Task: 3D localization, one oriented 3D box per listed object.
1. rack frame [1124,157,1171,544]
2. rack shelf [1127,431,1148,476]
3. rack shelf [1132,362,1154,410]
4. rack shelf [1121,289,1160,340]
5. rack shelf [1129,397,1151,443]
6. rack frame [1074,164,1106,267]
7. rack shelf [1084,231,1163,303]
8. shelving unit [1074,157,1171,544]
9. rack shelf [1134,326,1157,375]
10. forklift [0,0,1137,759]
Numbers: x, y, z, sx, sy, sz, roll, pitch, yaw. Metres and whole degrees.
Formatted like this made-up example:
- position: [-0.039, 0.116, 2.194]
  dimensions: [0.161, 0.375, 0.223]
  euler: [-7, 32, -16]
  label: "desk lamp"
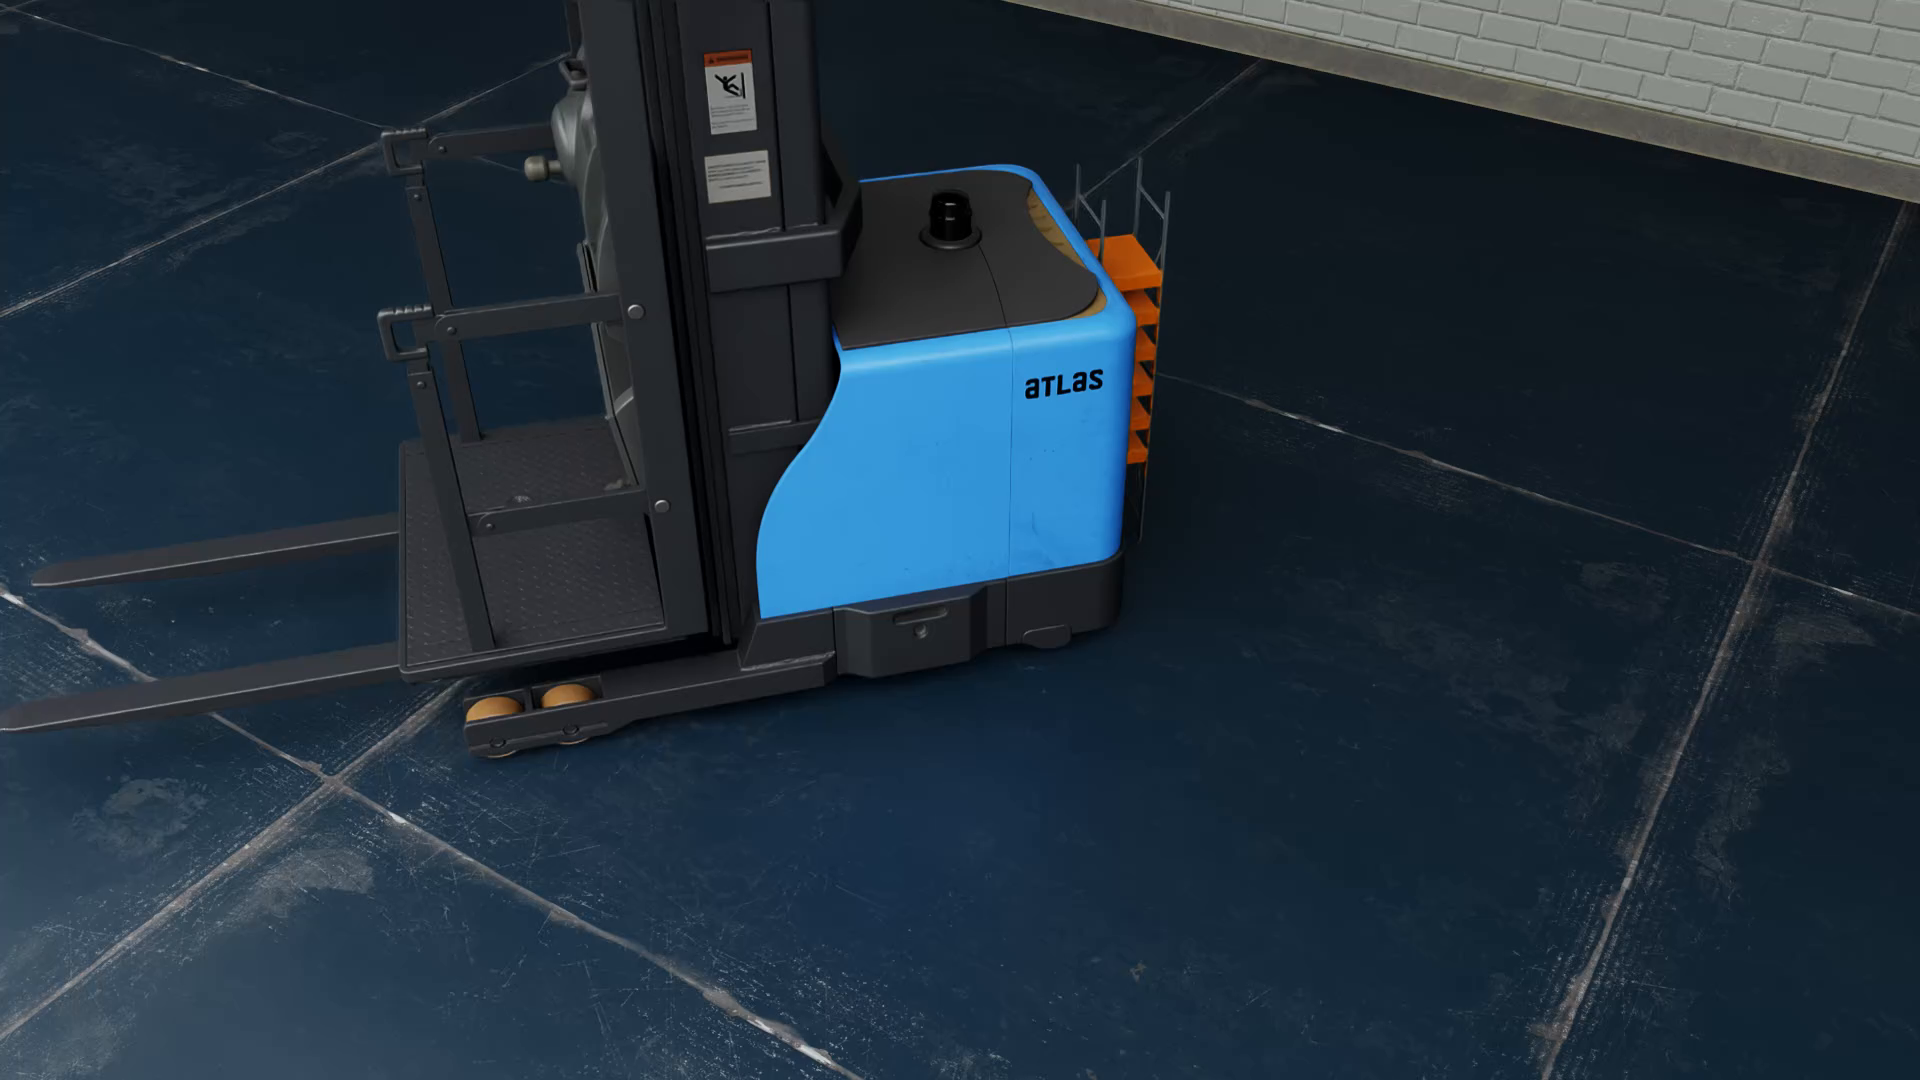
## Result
- position: [0.537, -0.534, 4.960]
  dimensions: [0.006, 1.200, 0.240]
  euler: [-9, 39, -12]
  label: "rack frame"
- position: [0.448, -0.295, 5.115]
  dimensions: [0.180, 0.103, 0.258]
  euler: [-9, 39, -12]
  label: "rack shelf"
- position: [0.448, -0.485, 4.969]
  dimensions: [0.180, 0.103, 0.258]
  euler: [-9, 39, -12]
  label: "rack shelf"
- position: [0.448, -0.675, 4.822]
  dimensions: [0.180, 0.103, 0.258]
  euler: [-9, 39, -12]
  label: "rack shelf"
- position: [0.448, -0.390, 5.042]
  dimensions: [0.180, 0.103, 0.258]
  euler: [-9, 39, -12]
  label: "rack shelf"
- position: [0.360, -0.505, 4.923]
  dimensions: [0.006, 1.200, 0.240]
  euler: [-9, 39, -12]
  label: "rack frame"
- position: [0.448, -0.770, 4.749]
  dimensions: [0.180, 0.103, 0.258]
  euler: [-9, 39, -12]
  label: "rack shelf"
- position: [0.448, -0.520, 4.942]
  dimensions: [0.189, 1.200, 0.258]
  euler: [-9, 39, -12]
  label: "shelving unit"
- position: [0.448, -0.580, 4.896]
  dimensions: [0.180, 0.103, 0.258]
  euler: [-9, 39, -12]
  label: "rack shelf"
- position: [-1.104, -0.932, 4.058]
  dimensions: [3.031, 2.935, 1.130]
  euler: [-9, 39, -12]
  label: "forklift"
